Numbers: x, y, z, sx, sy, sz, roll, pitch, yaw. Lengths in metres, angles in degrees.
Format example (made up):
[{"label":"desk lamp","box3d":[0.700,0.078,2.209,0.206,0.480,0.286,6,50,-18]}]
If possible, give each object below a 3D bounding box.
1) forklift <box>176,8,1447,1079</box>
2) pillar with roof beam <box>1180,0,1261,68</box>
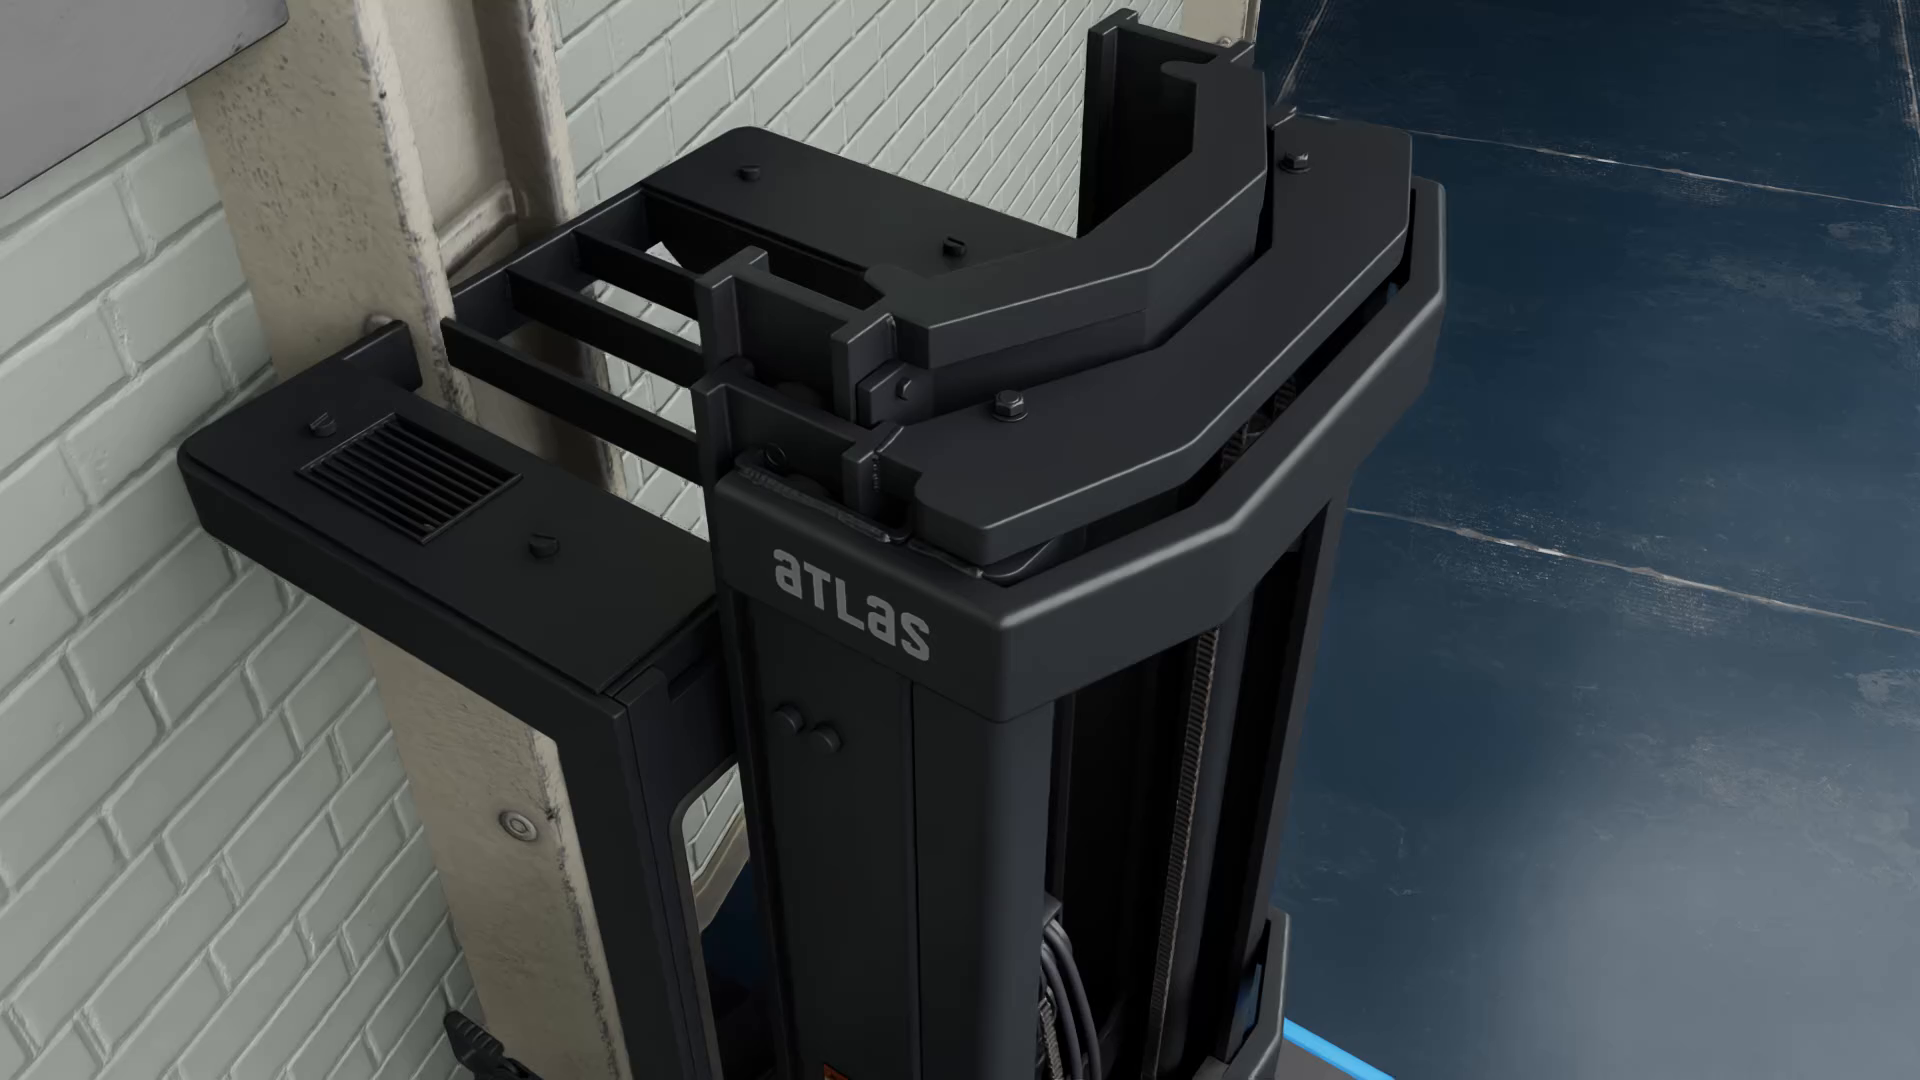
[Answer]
[{"label":"forklift","box3d":[-0.294,0.558,2.838,3.031,2.935,1.130,25,46,26]},{"label":"pillar with roof beam","box3d":[5.306,-4.677,4.299,9.100,9.000,0.400,13,42,15]}]
